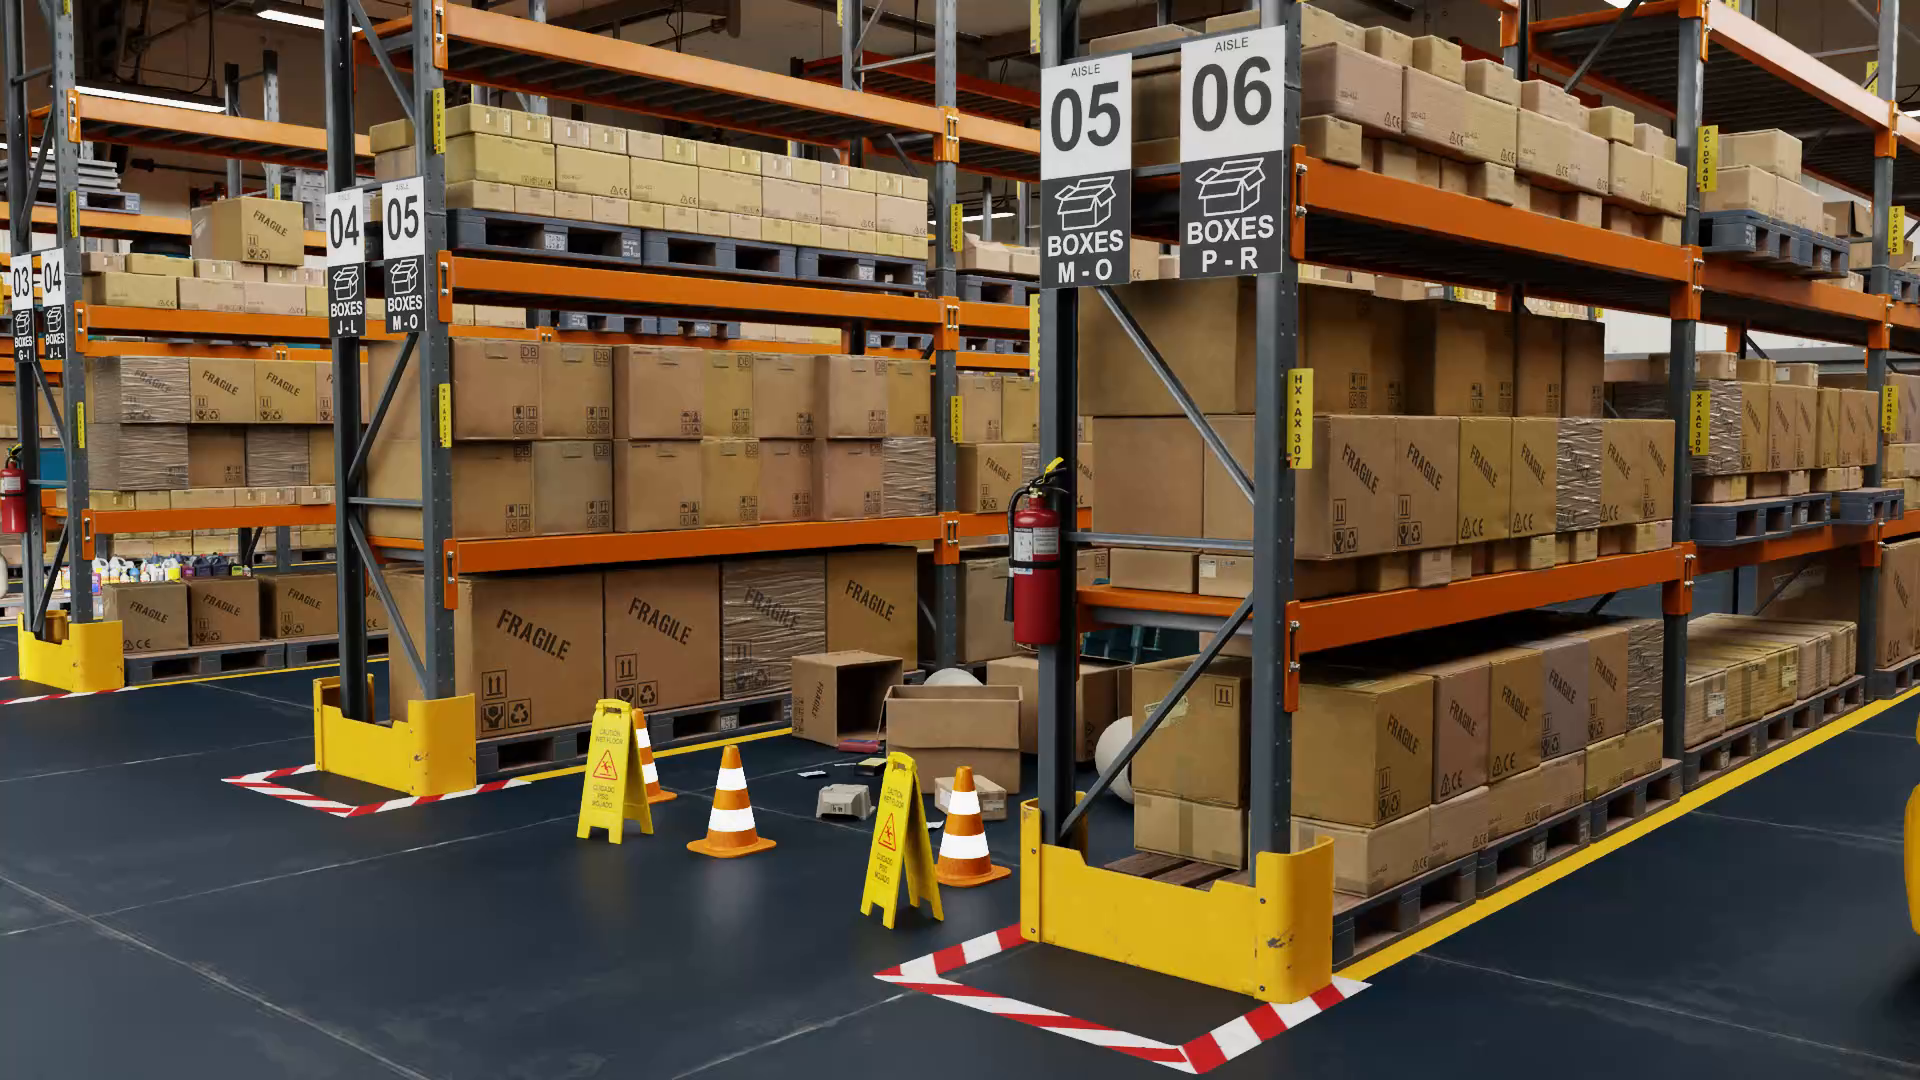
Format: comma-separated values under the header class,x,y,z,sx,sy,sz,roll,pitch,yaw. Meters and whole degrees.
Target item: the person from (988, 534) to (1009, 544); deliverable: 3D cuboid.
class,x,y,z,sx,sy,sz,roll,pitch,yaw
person,0.529,-0.074,18.187,0.373,1.560,0.533,3,5,40
